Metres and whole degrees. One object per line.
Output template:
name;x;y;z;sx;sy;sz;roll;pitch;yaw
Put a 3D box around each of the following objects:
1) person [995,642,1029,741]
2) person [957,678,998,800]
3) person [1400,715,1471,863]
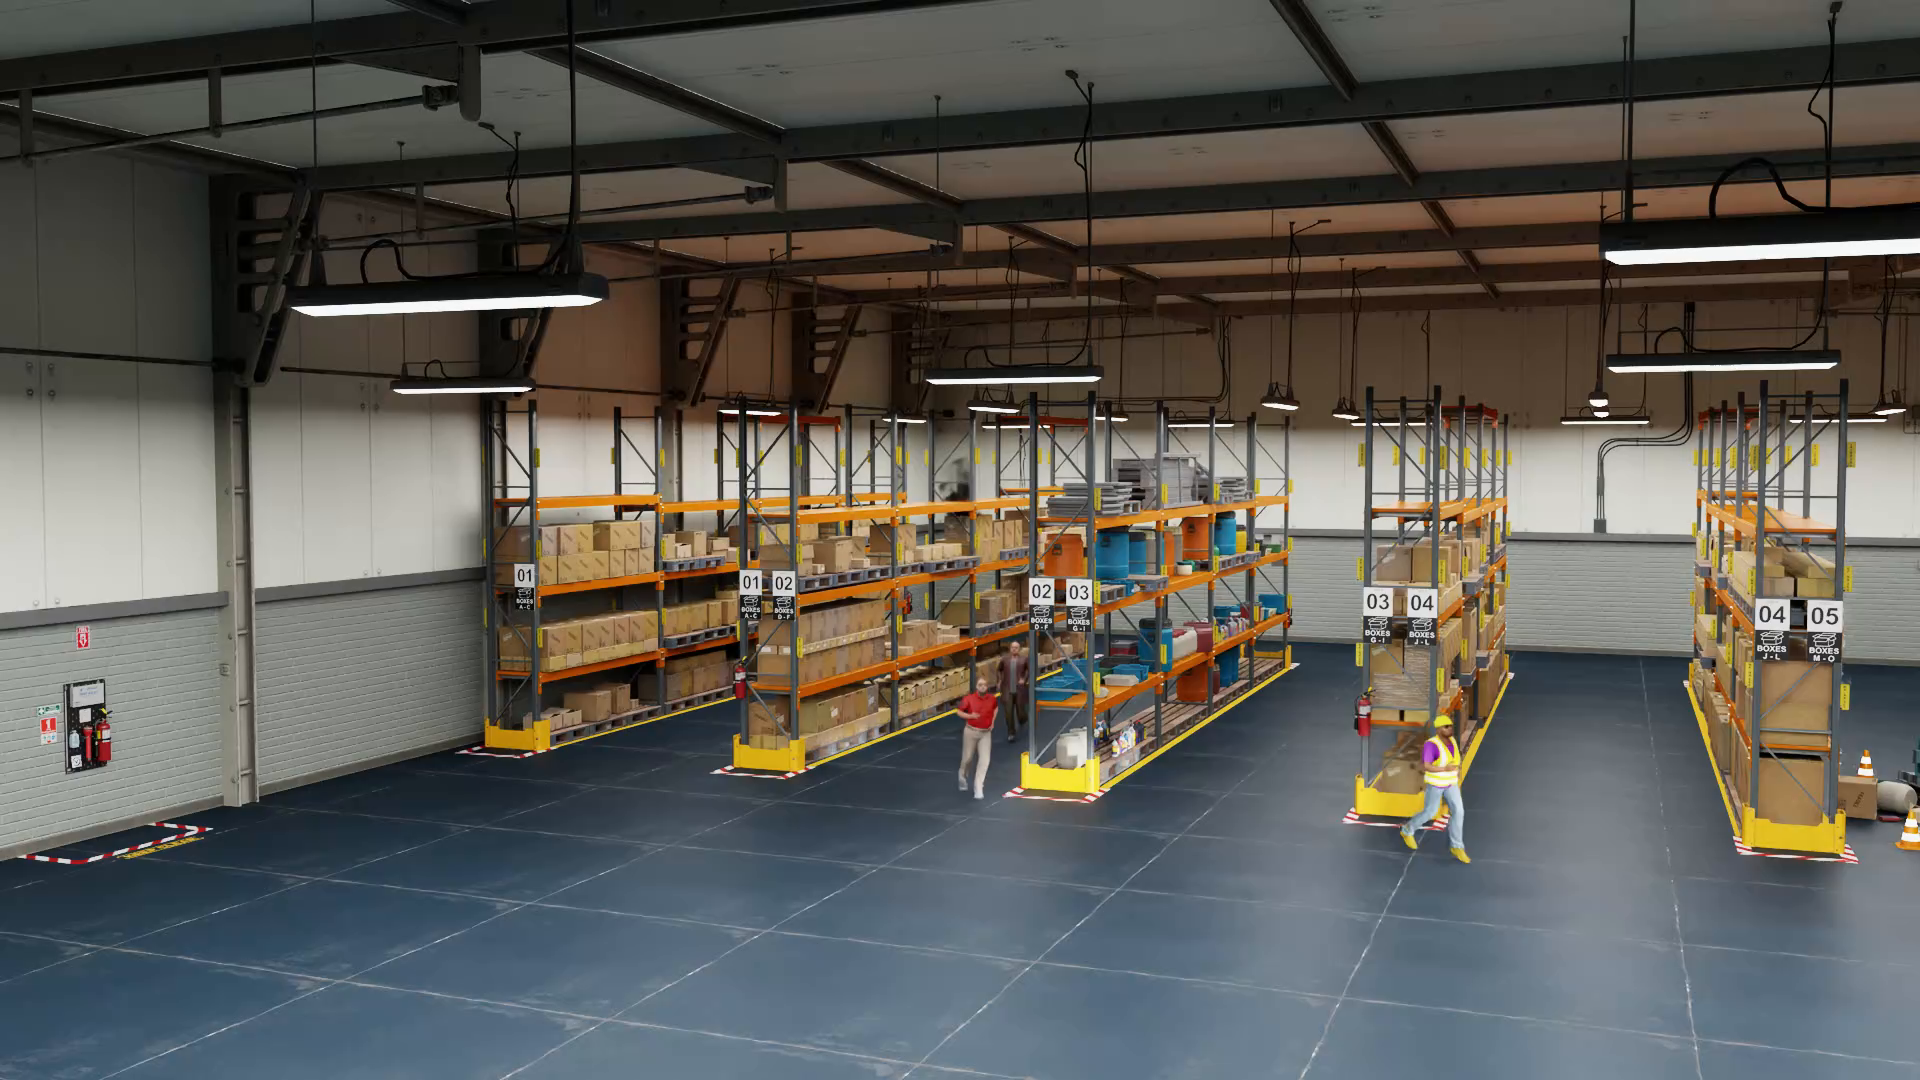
person;0.963;2.679;29.544;0.715;1.726;0.826;0;3;10
person;0.273;2.932;24.715;0.662;1.789;0.797;0;3;-10
person;6.011;3.085;20.890;0.713;1.801;0.948;-2;3;-31
